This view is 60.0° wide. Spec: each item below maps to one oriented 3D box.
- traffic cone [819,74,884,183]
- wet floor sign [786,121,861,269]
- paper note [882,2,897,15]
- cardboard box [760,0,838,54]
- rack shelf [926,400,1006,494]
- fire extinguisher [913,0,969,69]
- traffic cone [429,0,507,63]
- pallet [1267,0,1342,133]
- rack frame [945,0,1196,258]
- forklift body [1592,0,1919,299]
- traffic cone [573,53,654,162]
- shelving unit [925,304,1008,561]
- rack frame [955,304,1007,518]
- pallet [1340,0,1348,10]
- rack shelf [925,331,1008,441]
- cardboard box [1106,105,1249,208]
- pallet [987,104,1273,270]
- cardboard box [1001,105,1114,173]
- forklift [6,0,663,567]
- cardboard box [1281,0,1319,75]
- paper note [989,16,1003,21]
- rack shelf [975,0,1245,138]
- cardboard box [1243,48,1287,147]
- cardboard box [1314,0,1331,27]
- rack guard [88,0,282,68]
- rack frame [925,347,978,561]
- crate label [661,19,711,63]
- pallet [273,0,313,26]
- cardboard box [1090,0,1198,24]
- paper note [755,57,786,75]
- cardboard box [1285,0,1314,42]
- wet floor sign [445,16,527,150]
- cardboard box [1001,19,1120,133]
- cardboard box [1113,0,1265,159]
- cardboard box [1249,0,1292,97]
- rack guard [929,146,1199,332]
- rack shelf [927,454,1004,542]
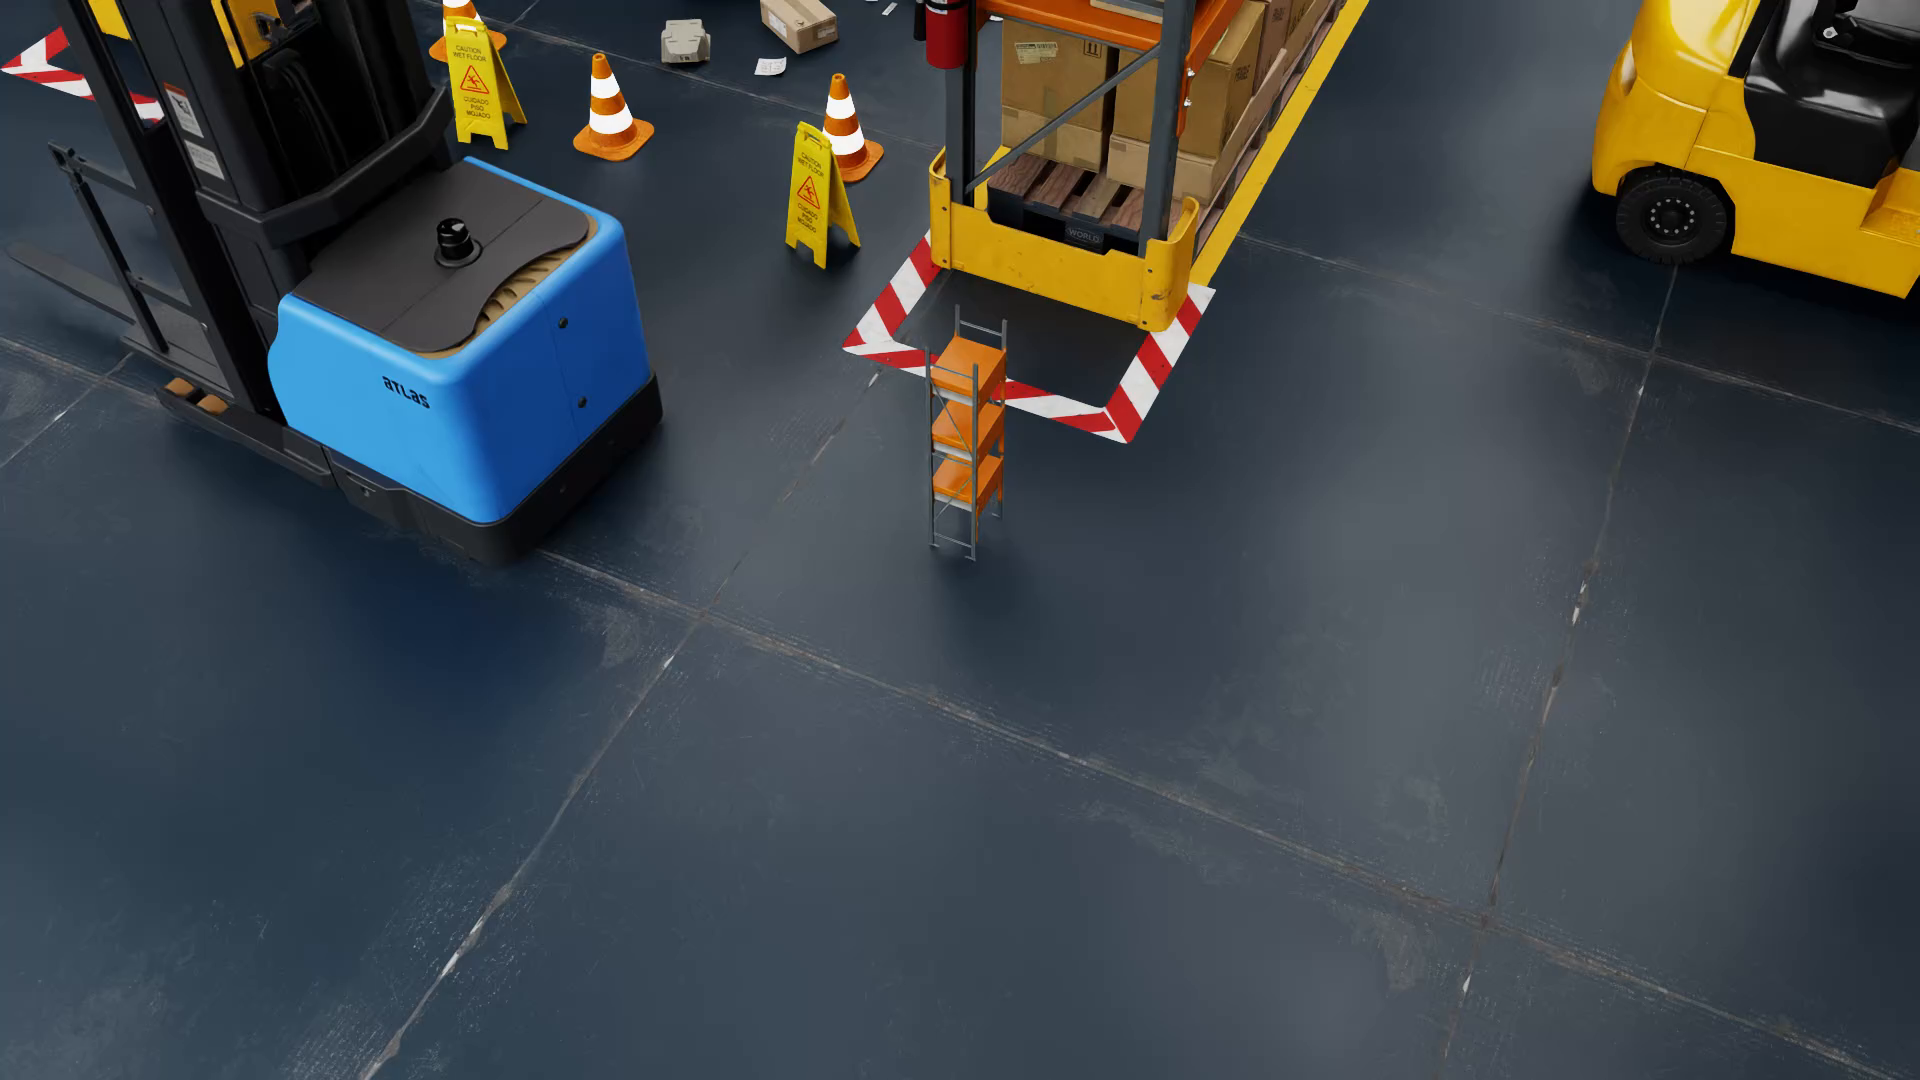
[{"bbox_3d":[-0.570,-2.023,7.982,0.336,0.463,0.334,20,52,16],"label":"traffic cone"},{"bbox_3d":[-0.636,-1.583,7.489,0.232,0.644,0.267,-37,59,-27],"label":"wet floor sign"},{"bbox_3d":[-0.380,-2.877,9.007,0.032,0.001,0.123,20,52,16],"label":"paper note"},{"bbox_3d":[-0.854,-2.764,8.820,0.250,0.149,0.380,-28,55,-22],"label":"cardboard box"},{"bbox_3d":[0.023,-0.370,6.205,0.215,0.259,0.240,20,52,16],"label":"rack shelf"},{"bbox_3d":[-0.053,-2.175,6.497,0.296,0.674,0.183,20,52,16],"label":"fire extinguisher"},{"bbox_3d":[-2.595,-2.751,8.603,0.336,0.463,0.334,20,52,16],"label":"traffic cone"},{"bbox_3d":[1.347,-2.663,8.692,1.003,0.211,1.213,20,52,16],"label":"pallet"},{"bbox_3d":[0.413,-2.129,6.407,1.000,3.000,0.127,20,52,16],"label":"rack frame"},{"bbox_3d":[4.063,-2.141,6.974,2.313,2.155,1.214,20,52,16],"label":"forklift body"},{"bbox_3d":[-1.719,-2.150,8.090,0.336,0.463,0.334,20,52,16],"label":"traffic cone"},{"bbox_3d":[0.023,-0.377,6.197,0.215,1.050,0.252,20,52,16],"label":"shelving unit"},{"bbox_3d":[0.075,-0.461,6.268,0.200,1.050,0.008,20,52,16],"label":"rack frame"},{"bbox_3d":[1.867,-3.506,9.410,1.003,0.211,1.213,20,52,16],"label":"pallet"},{"bbox_3d":[0.023,-0.554,5.989,0.215,0.259,0.240,20,52,16],"label":"rack shelf"},{"bbox_3d":[1.007,-1.839,7.690,0.500,0.250,0.500,19,52,16],"label":"cardboard box"},{"bbox_3d":[0.824,-1.826,7.980,1.003,0.211,1.213,20,52,16],"label":"pallet"},{"bbox_3d":[0.525,-2.035,7.857,0.500,0.250,0.500,20,52,16],"label":"cardboard box"},{"bbox_3d":[-2.761,-1.710,6.095,3.031,2.935,1.130,25,54,20],"label":"forklift"},{"bbox_3d":[1.454,-2.568,8.311,0.500,0.250,0.500,23,53,18],"label":"cardboard box"},{"bbox_3d":[0.203,-2.852,8.971,0.142,0.019,0.148,4,50,3],"label":"paper note"},{"bbox_3d":[1.267,-3.273,7.853,1.077,0.370,4.000,20,52,16],"label":"rack shelf"},{"bbox_3d":[1.232,-2.188,7.987,0.500,0.250,0.500,22,53,17],"label":"cardboard box"},{"bbox_3d":[1.672,-2.915,8.606,0.500,0.250,0.500,21,53,17],"label":"cardboard box"},{"bbox_3d":[-4.116,-2.843,8.656,1.175,0.500,0.348,20,52,16],"label":"rack guard"},{"bbox_3d":[-0.029,-0.293,6.125,0.200,1.050,0.008,20,52,16],"label":"rack frame"},{"bbox_3d":[-1.439,-2.606,8.692,0.250,0.136,0.298,-4,50,-3],"label":"crate label"},{"bbox_3d":[-3.835,-3.342,9.271,1.003,0.211,1.213,20,52,16],"label":"pallet"},{"bbox_3d":[0.745,-2.214,6.644,0.380,0.149,0.250,20,52,16],"label":"cardboard box"},{"bbox_3d":[-0.983,-2.465,8.643,0.148,0.019,0.142,4,50,3],"label":"paper note"},{"bbox_3d":[1.458,-2.803,8.018,0.500,0.500,0.500,21,53,17],"label":"cardboard box"},{"bbox_3d":[-2.328,-2.243,8.050,0.267,0.644,0.232,12,51,10],"label":"wet floor sign"},{"bbox_3d":[0.519,-2.253,7.550,0.500,0.500,0.500,20,53,16],"label":"cardboard box"},{"bbox_3d":[1.017,-2.099,7.419,0.500,0.500,0.500,18,52,15],"label":"cardboard box"},{"bbox_3d":[1.236,-2.460,7.726,0.500,0.500,0.500,18,52,15],"label":"cardboard box"},{"bbox_3d":[0.445,-1.371,7.404,1.175,0.500,0.348,20,52,16],"label":"rack guard"},{"bbox_3d":[0.023,-0.190,6.416,0.215,0.259,0.240,20,52,16],"label":"rack shelf"}]
